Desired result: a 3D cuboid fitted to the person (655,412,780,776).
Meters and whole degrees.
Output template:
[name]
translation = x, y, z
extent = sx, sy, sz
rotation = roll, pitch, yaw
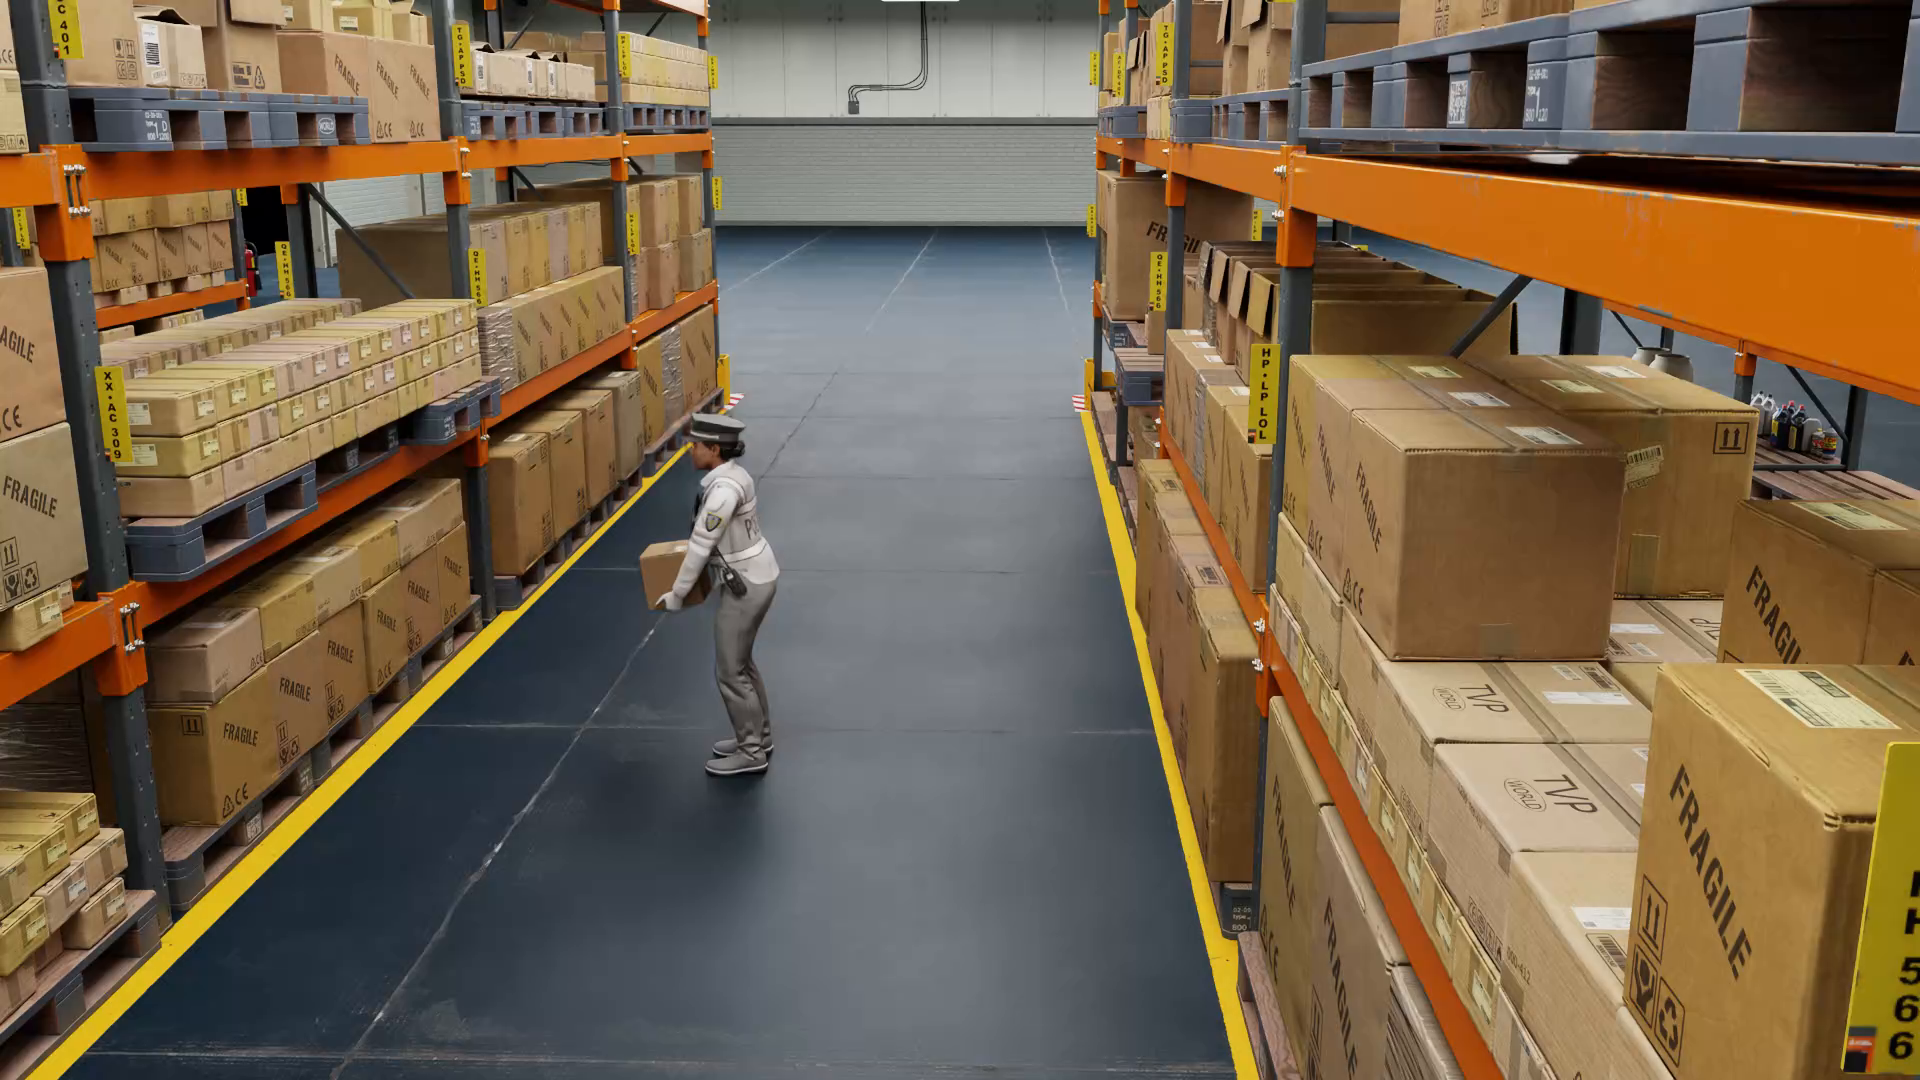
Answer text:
[person]
translation = -1.094, 0.239, 7.562
extent = 0.541, 1.663, 0.416
rotation = 0, 14, 0
